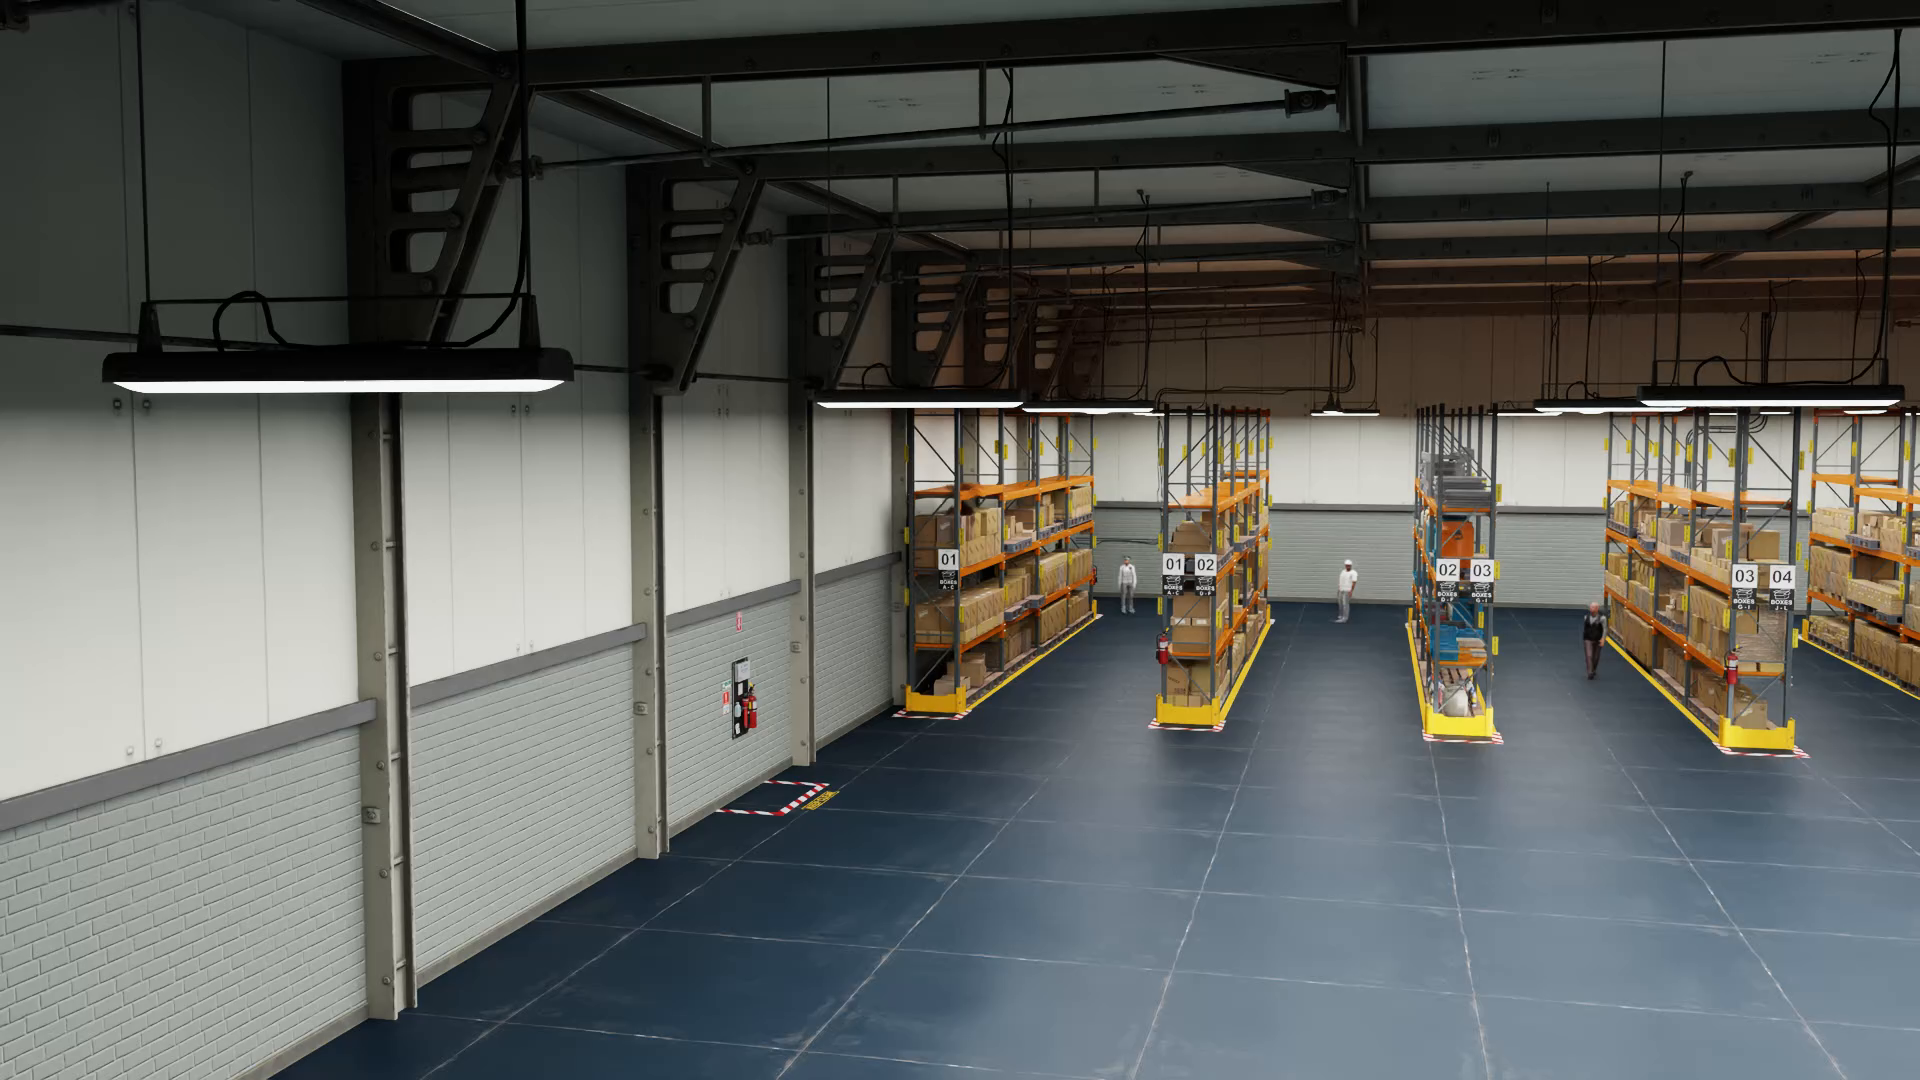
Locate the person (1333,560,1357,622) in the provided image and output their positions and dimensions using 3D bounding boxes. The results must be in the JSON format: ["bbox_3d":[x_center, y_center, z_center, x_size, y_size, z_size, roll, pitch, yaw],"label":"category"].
[{"bbox_3d":[10.847,1.456,46.807,0.537,1.796,0.607,-2,4,-21],"label":"person"}]

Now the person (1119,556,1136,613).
[{"bbox_3d":[4.962,1.315,49.130,0.518,1.727,0.393,-1,4,-14],"label":"person"}]

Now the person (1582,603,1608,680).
[{"bbox_3d":[13.963,2.215,36.570,0.490,1.674,1.045,1,4,11],"label":"person"}]
